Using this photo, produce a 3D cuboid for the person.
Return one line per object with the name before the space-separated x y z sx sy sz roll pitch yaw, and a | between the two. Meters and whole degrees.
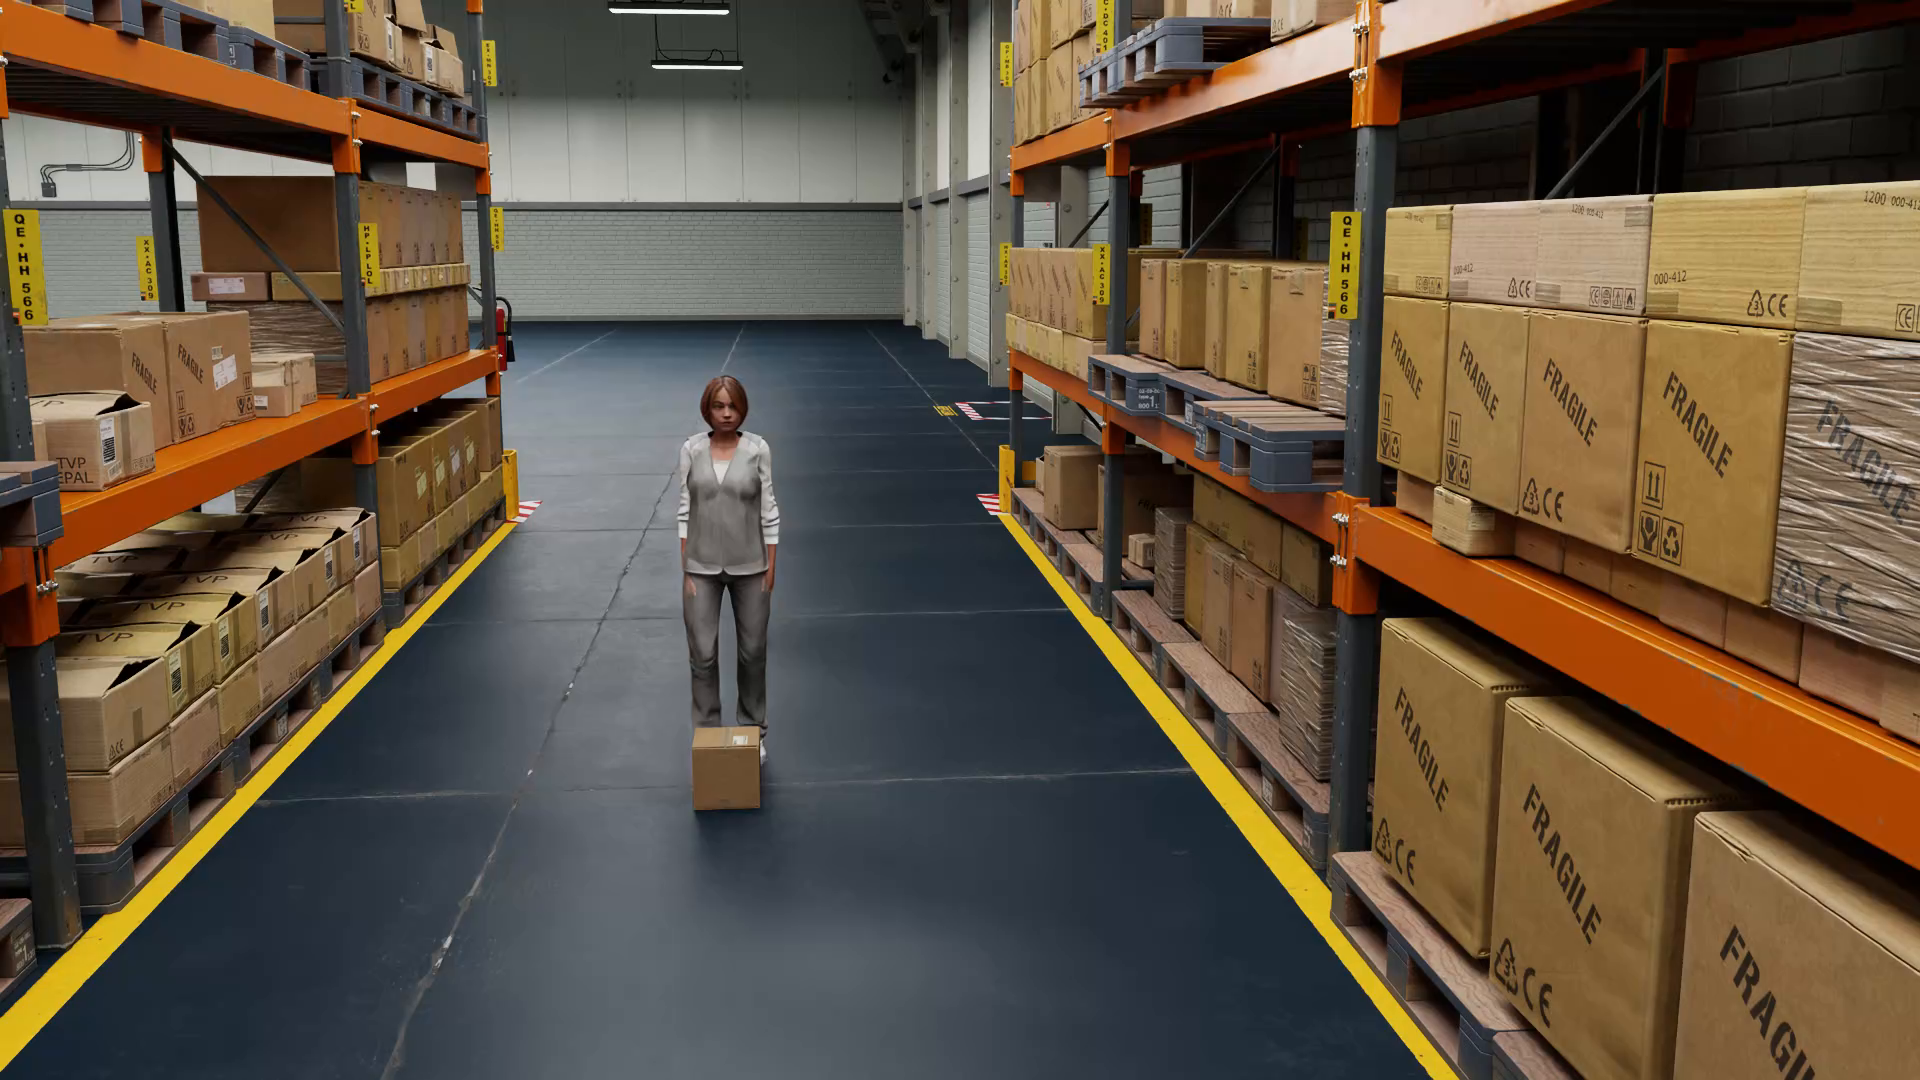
person | -0.909 0.323 6.702 0.462 1.227 0.688 -1 10 -6
